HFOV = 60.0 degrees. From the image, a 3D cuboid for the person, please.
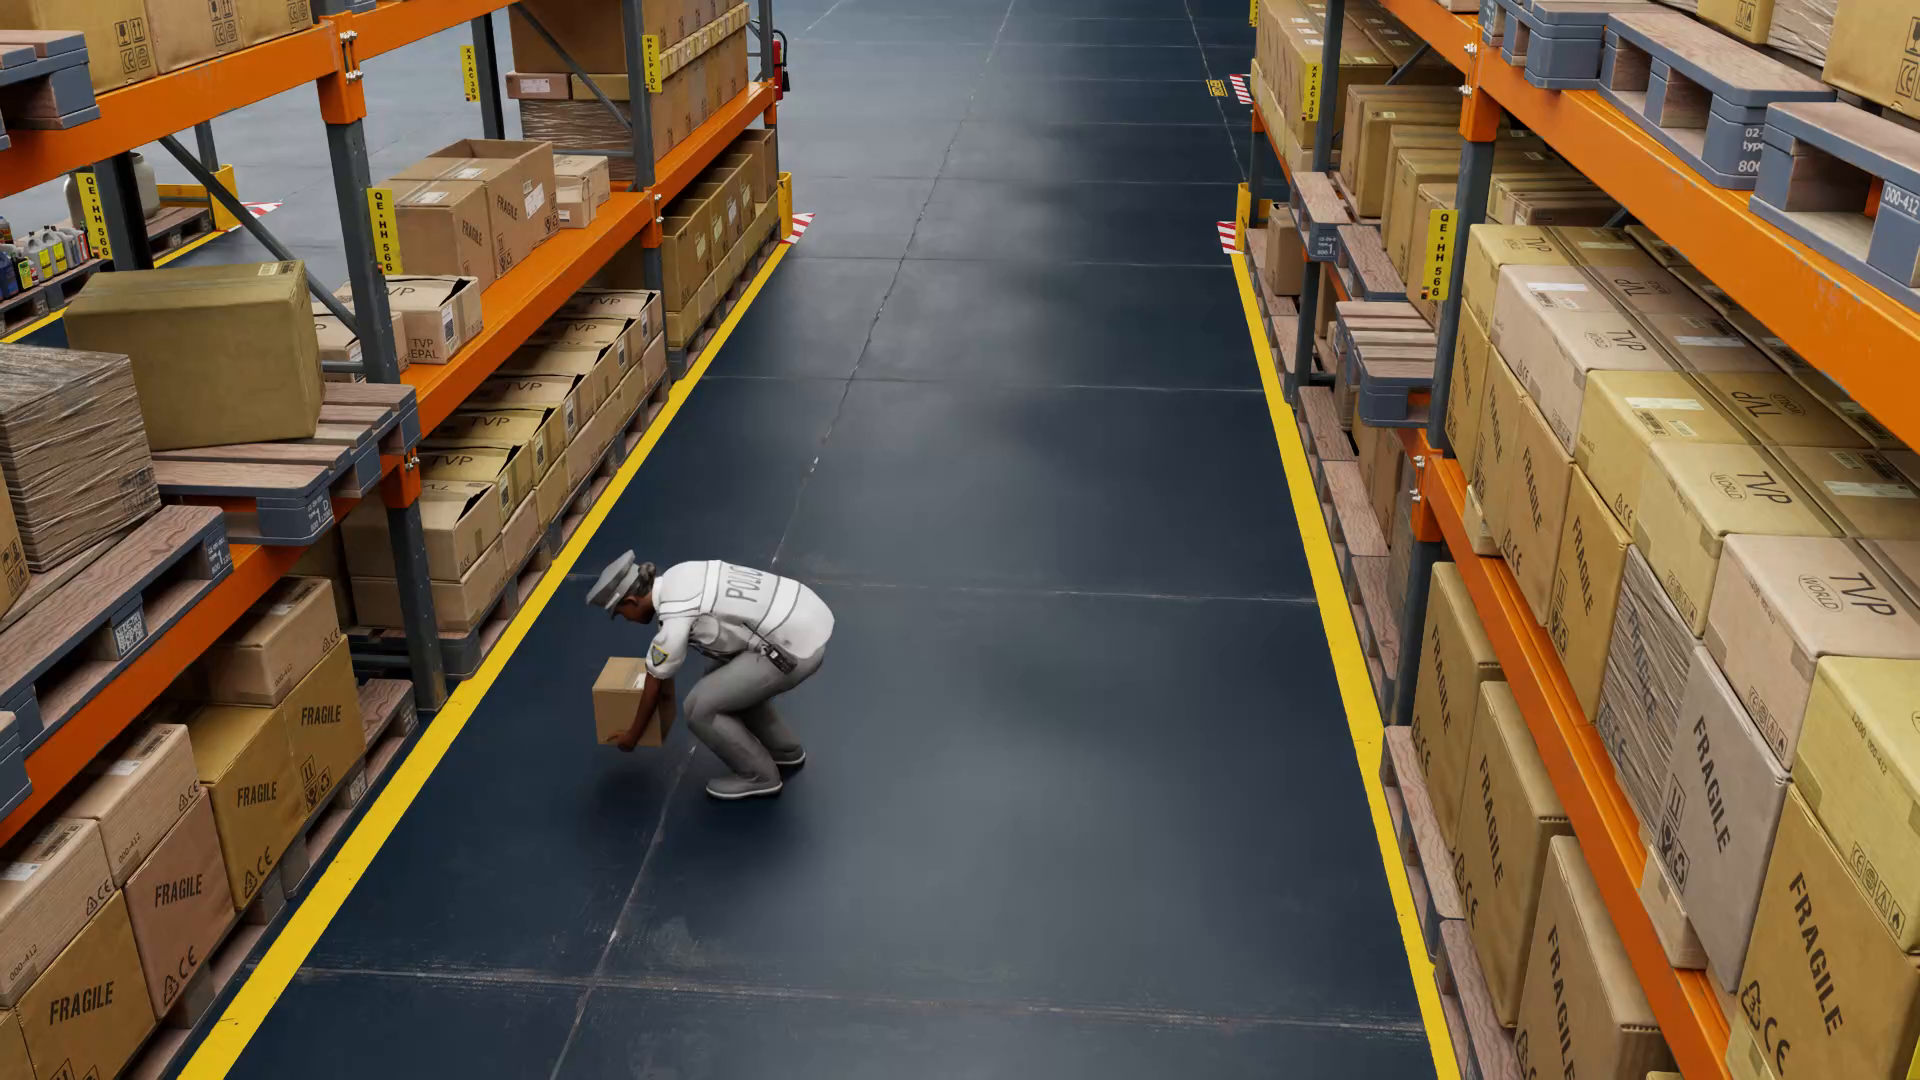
[{"bbox_3d":[-0.937,0.493,6.360,0.916,0.979,0.457,1,25,2],"label":"person"}]
